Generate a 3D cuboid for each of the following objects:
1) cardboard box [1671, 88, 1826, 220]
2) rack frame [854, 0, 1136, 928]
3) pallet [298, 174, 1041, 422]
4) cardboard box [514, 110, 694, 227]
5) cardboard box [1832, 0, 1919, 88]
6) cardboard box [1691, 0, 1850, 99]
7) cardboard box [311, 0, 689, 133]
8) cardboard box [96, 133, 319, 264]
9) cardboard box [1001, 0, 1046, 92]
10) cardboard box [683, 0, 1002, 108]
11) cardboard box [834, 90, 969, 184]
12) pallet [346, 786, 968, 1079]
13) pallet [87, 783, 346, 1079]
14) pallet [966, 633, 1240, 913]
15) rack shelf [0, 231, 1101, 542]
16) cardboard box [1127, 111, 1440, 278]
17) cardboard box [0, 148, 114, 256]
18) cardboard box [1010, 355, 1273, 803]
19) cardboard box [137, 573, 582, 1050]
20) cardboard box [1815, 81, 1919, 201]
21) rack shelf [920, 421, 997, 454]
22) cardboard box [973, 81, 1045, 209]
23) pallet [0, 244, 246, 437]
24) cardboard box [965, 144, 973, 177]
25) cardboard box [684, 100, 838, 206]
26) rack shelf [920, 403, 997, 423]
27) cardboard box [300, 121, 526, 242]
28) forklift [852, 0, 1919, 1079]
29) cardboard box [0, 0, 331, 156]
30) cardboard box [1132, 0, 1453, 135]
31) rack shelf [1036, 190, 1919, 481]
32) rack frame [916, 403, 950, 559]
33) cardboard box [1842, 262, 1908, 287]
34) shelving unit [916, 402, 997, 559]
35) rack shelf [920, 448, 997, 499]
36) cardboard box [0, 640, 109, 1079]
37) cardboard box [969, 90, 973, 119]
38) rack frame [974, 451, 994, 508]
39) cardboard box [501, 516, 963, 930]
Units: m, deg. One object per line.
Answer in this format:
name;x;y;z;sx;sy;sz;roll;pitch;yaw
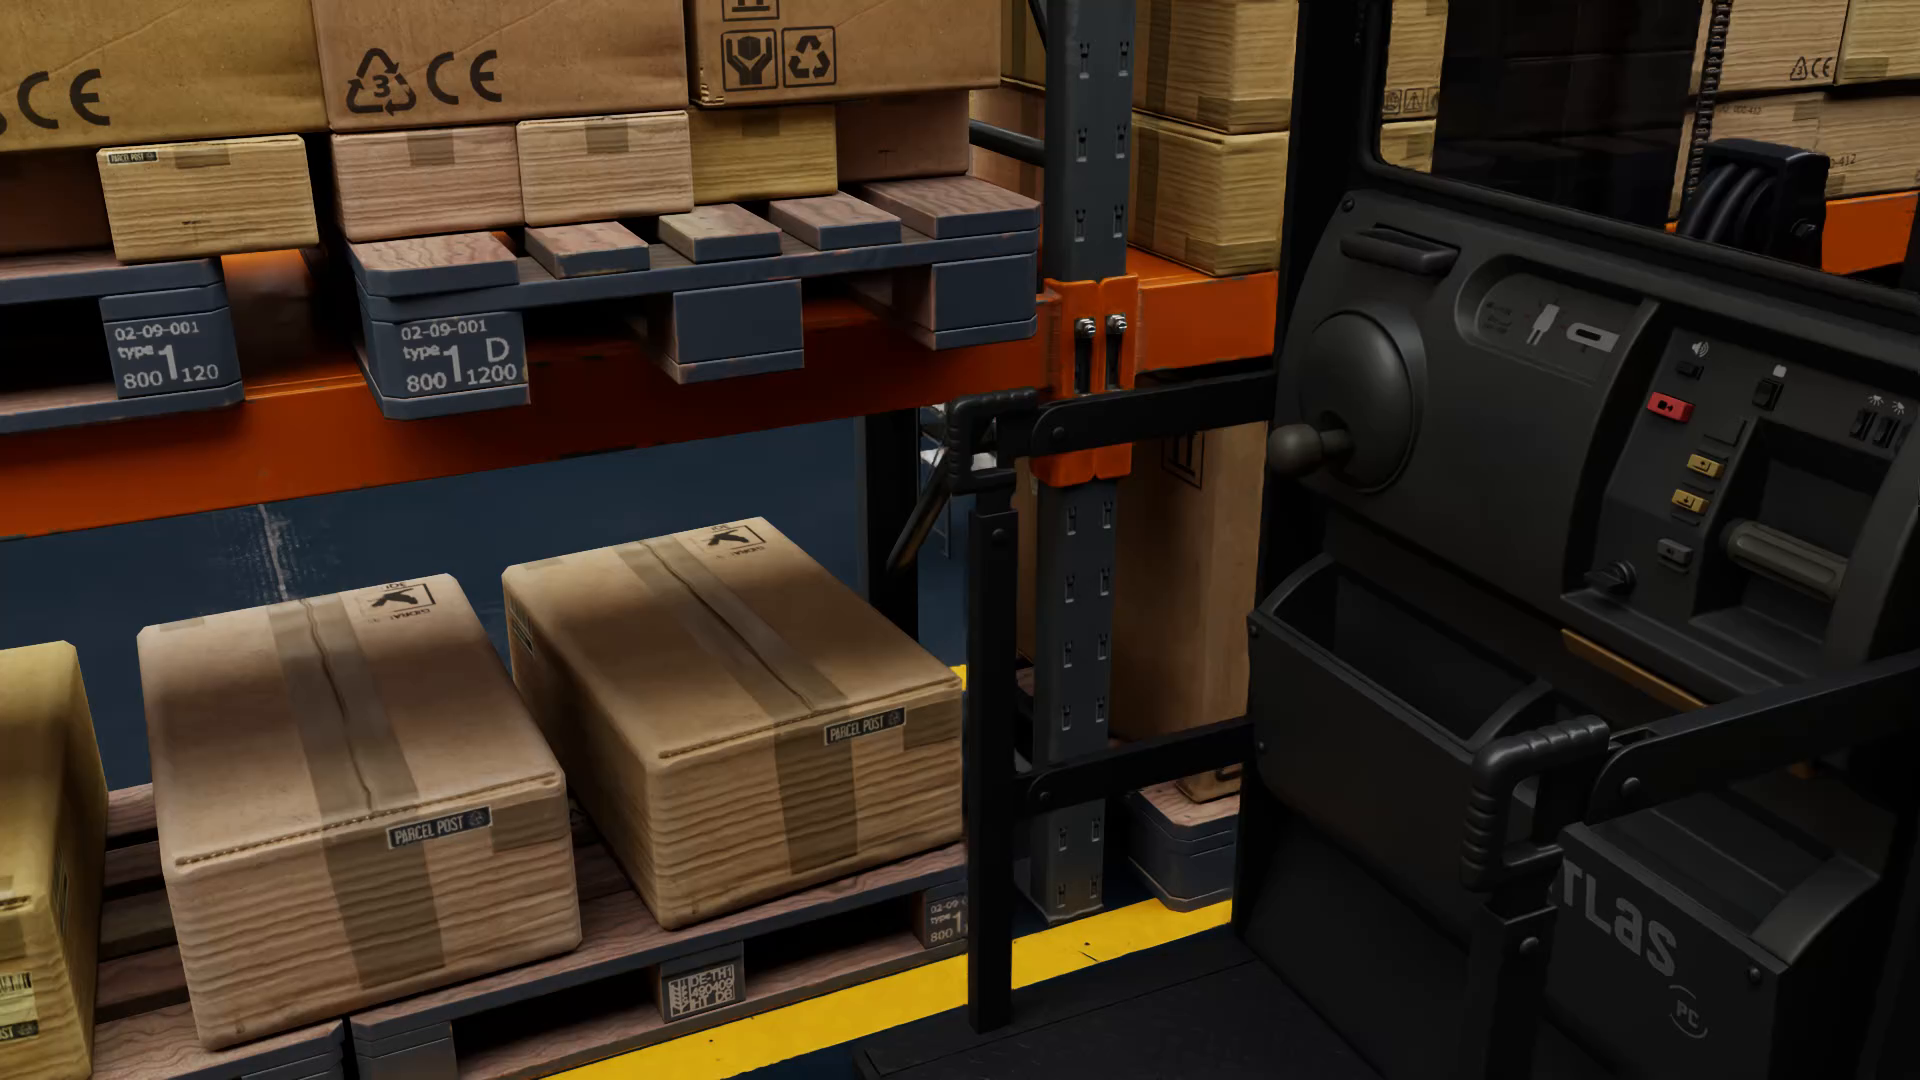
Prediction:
cardboard box;1.501;-0.887;3.667;0.500;0.250;0.500;-10;24;-22
rack frame;0.021;-0.786;3.226;0.127;3.000;1.000;-10;25;-24
pallet;-0.575;-0.542;2.889;1.003;0.211;1.213;-10;25;-24
cardboard box;-0.590;-0.602;2.561;0.250;0.149;0.380;-11;25;-24
cardboard box;1.968;-1.190;3.745;0.500;0.250;0.500;-10;24;-23
cardboard box;1.505;-1.110;3.552;0.500;0.250;0.500;-11;25;-24
cardboard box;-0.729;-0.903;2.440;0.500;0.500;0.500;-11;25;-24
cardboard box;-1.063;-0.512;2.344;0.250;0.149;0.380;-10;24;-23
cardboard box;0.347;-1.115;3.565;0.500;0.250;0.500;-11;25;-24
cardboard box;-0.268;-0.992;2.656;0.500;0.500;0.500;-11;25;-25
cardboard box;-0.173;-0.728;2.867;0.250;0.149;0.380;-9;24;-22
pallet;-0.684;0.632;3.448;1.213;0.211;1.003;-10;25;-24
pallet;-1.782;0.833;2.962;1.213;0.211;1.003;-10;25;-24
pallet;0.764;0.398;4.013;1.213;0.211;1.003;-10;25;-24
rack shelf;-1.781;-0.122;2.562;4.000;0.370;1.077;-10;25;-24
cardboard box;0.571;-0.711;3.241;0.500;0.250;0.500;-11;25;-25
cardboard box;-1.344;-0.514;2.349;0.250;0.149;0.380;-10;25;-23
cardboard box;0.679;-0.084;3.760;0.875;0.875;0.875;-11;25;-24
cardboard box;-1.154;0.450;3.128;0.625;0.372;0.950;-11;25;-25
cardboard box;1.944;-0.970;3.868;0.500;0.250;0.500;-10;25;-24
rack shelf;0.007;-0.303;5.128;0.200;0.077;0.258;-10;25;-24
cardboard box;0.364;-0.890;3.674;0.500;0.250;0.500;-11;25;-25
pallet;-1.745;-0.355;2.435;1.213;0.211;1.003;-10;25;-24
cardboard box;-0.097;-1.799;8.394;0.500;0.500;0.500;-11;25;-25
cardboard box;-0.383;-0.659;2.699;0.250;0.149;0.380;-10;25;-23
rack shelf;0.007;-0.386;5.094;0.200;0.077;0.258;-10;25;-24
cardboard box;-0.821;-0.563;2.466;0.250;0.149;0.380;-12;25;-26
forklift;0.493;-0.157;1.797;3.031;2.935;1.130;-10;25;-23
cardboard box;-1.184;-0.818;2.237;0.500;0.500;0.500;-12;25;-27
cardboard box;0.584;-0.946;3.157;0.500;0.250;0.500;-11;25;-24
rack shelf;1.823;-0.785;4.165;4.000;0.370;1.077;-10;25;-24
rack frame;-0.084;-0.400;5.040;0.006;0.900;0.240;-10;25;-24
cardboard box;2.290;-0.379;4.472;0.875;0.875;0.875;-10;24;-22
shelving unit;0.007;-0.417;5.081;0.210;0.900;0.258;-10;25;-24
rack shelf;0.007;-0.220;5.163;0.200;0.077;0.258;-10;25;-24
cardboard box;-1.840;0.574;2.829;0.625;0.372;0.950;-10;24;-22
cardboard box;-0.114;-2.140;8.237;0.500;0.250;0.500;-12;25;-26
rack frame;0.099;-0.434;5.122;0.006;0.900;0.240;-10;25;-24
cardboard box;-0.493;0.325;3.430;0.625;0.372;0.950;-12;25;-27
